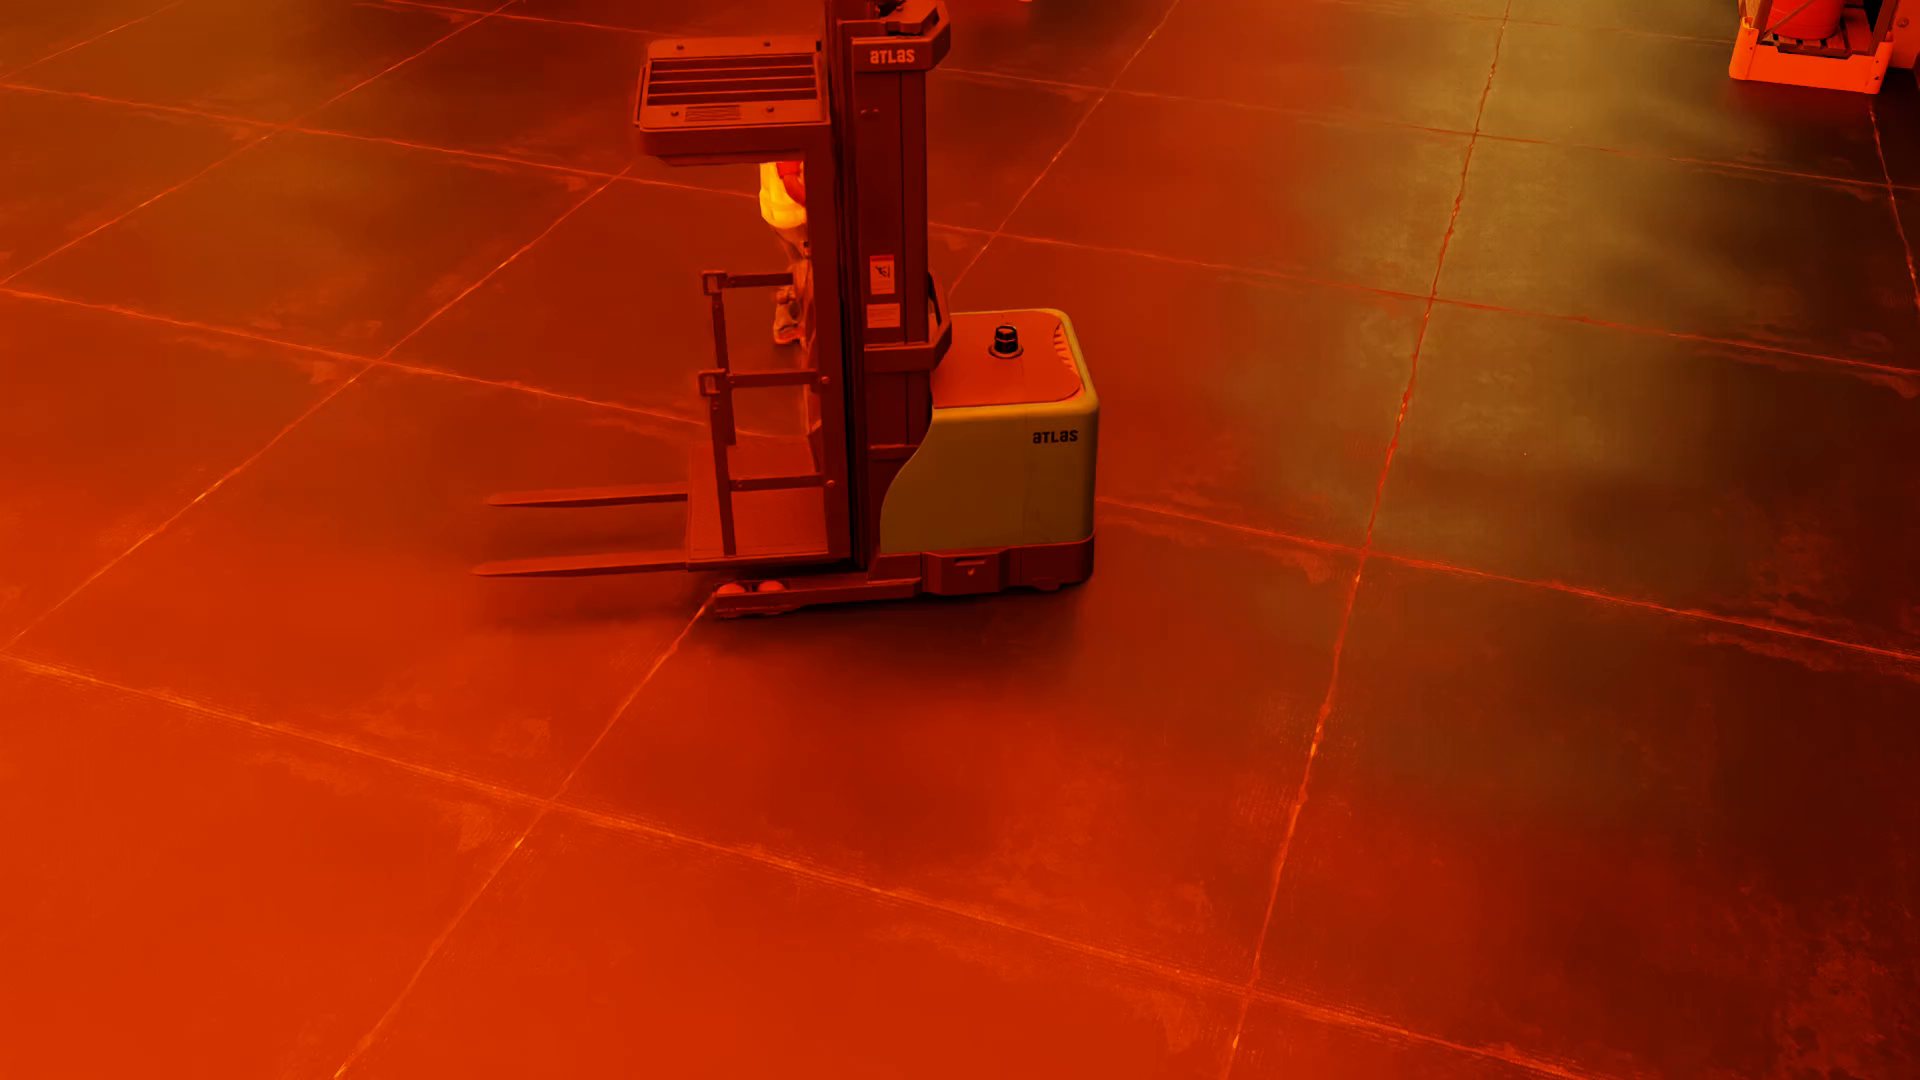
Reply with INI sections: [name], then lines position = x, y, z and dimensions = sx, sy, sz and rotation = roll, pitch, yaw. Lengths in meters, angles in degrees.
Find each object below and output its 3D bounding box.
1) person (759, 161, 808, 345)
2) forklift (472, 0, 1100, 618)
[person]
position = -0.935, -1.980, 9.945
dimensions = 0.509, 1.731, 0.775
rotation = -16, 38, -21
[forklift]
position = -0.888, -1.139, 7.717
dimensions = 3.031, 2.935, 1.130
rotation = -4, 36, -5
